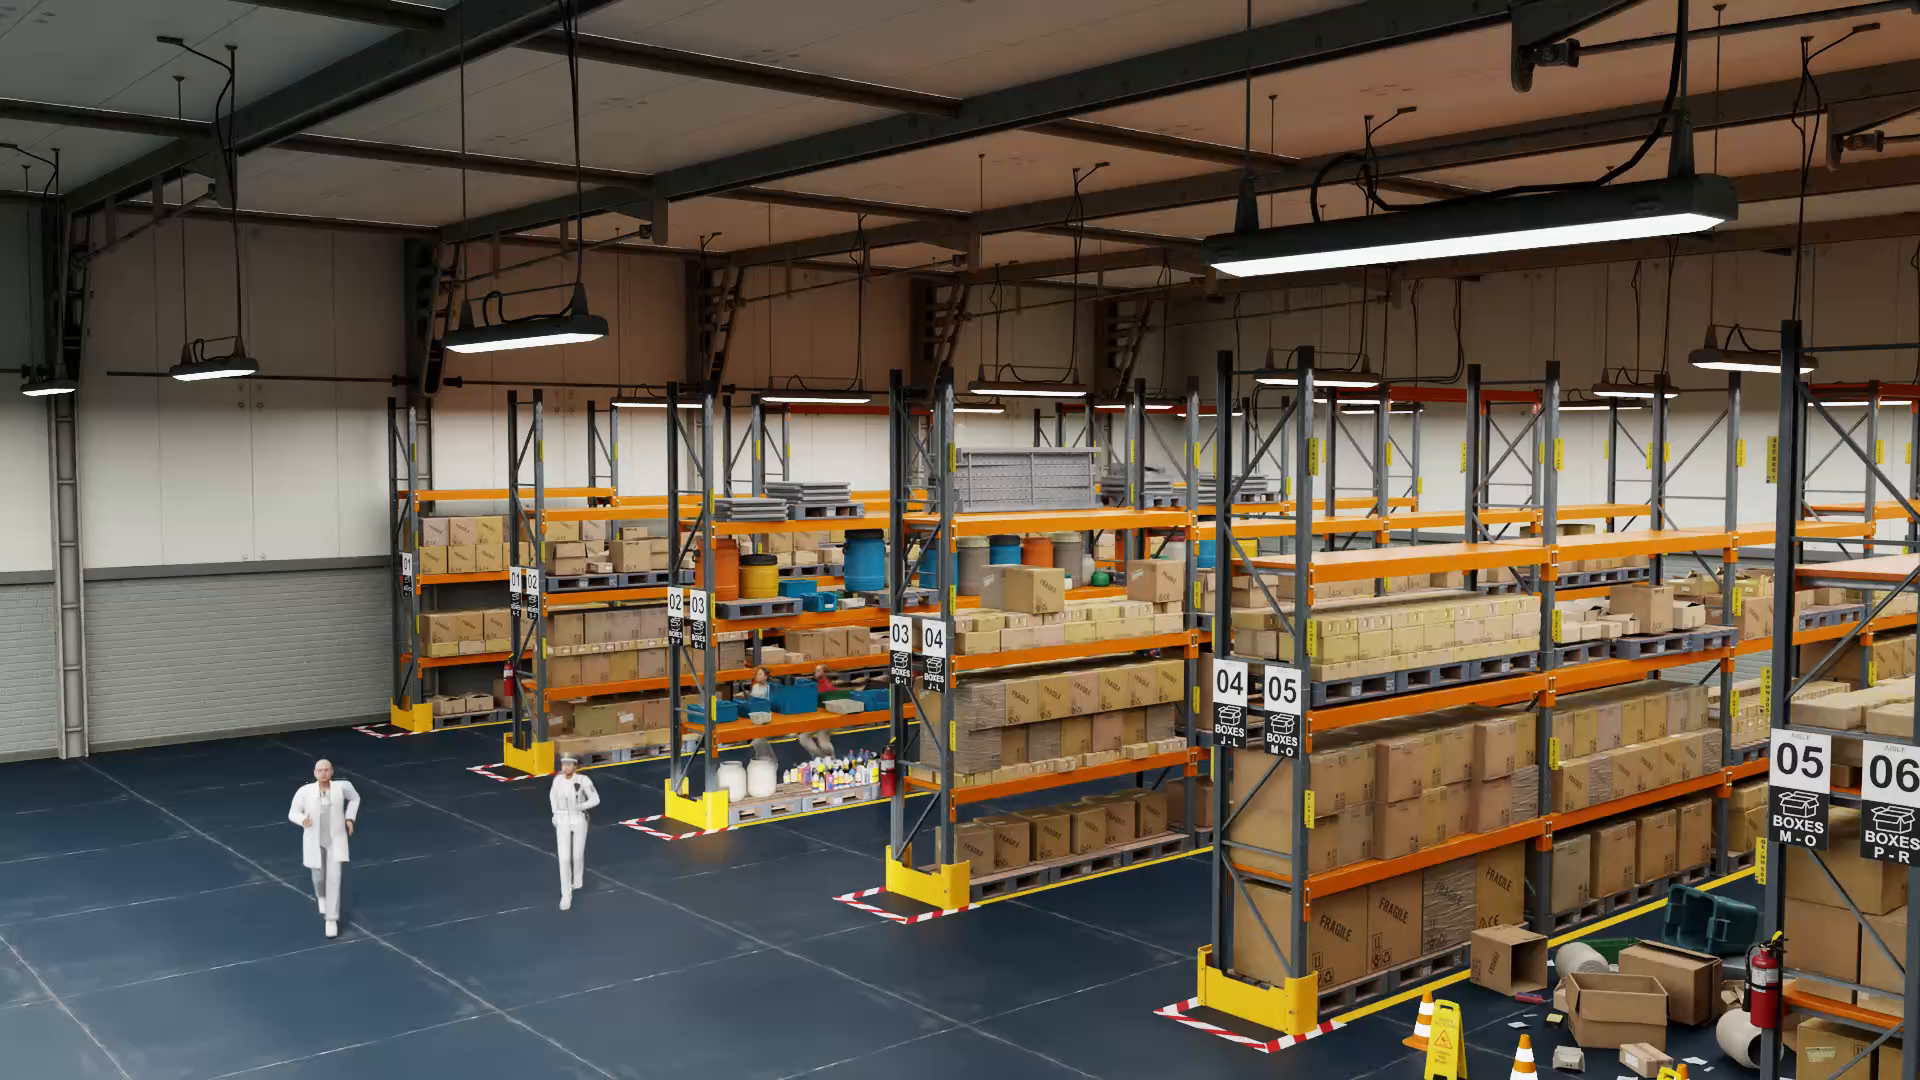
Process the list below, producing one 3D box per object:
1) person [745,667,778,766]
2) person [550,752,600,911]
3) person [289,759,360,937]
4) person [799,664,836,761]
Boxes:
[{"bbox_3d":[-3.074,2.821,25.865,0.544,1.705,0.691,3,4,41],"label":"person"},{"bbox_3d":[-4.358,3.221,18.777,0.598,1.718,0.869,0,3,-3],"label":"person"},{"bbox_3d":[-6.757,3.221,17.702,0.710,1.781,1.049,-1,4,-19],"label":"person"},{"bbox_3d":[-2.225,2.796,25.982,0.646,1.719,0.677,3,5,43],"label":"person"}]
